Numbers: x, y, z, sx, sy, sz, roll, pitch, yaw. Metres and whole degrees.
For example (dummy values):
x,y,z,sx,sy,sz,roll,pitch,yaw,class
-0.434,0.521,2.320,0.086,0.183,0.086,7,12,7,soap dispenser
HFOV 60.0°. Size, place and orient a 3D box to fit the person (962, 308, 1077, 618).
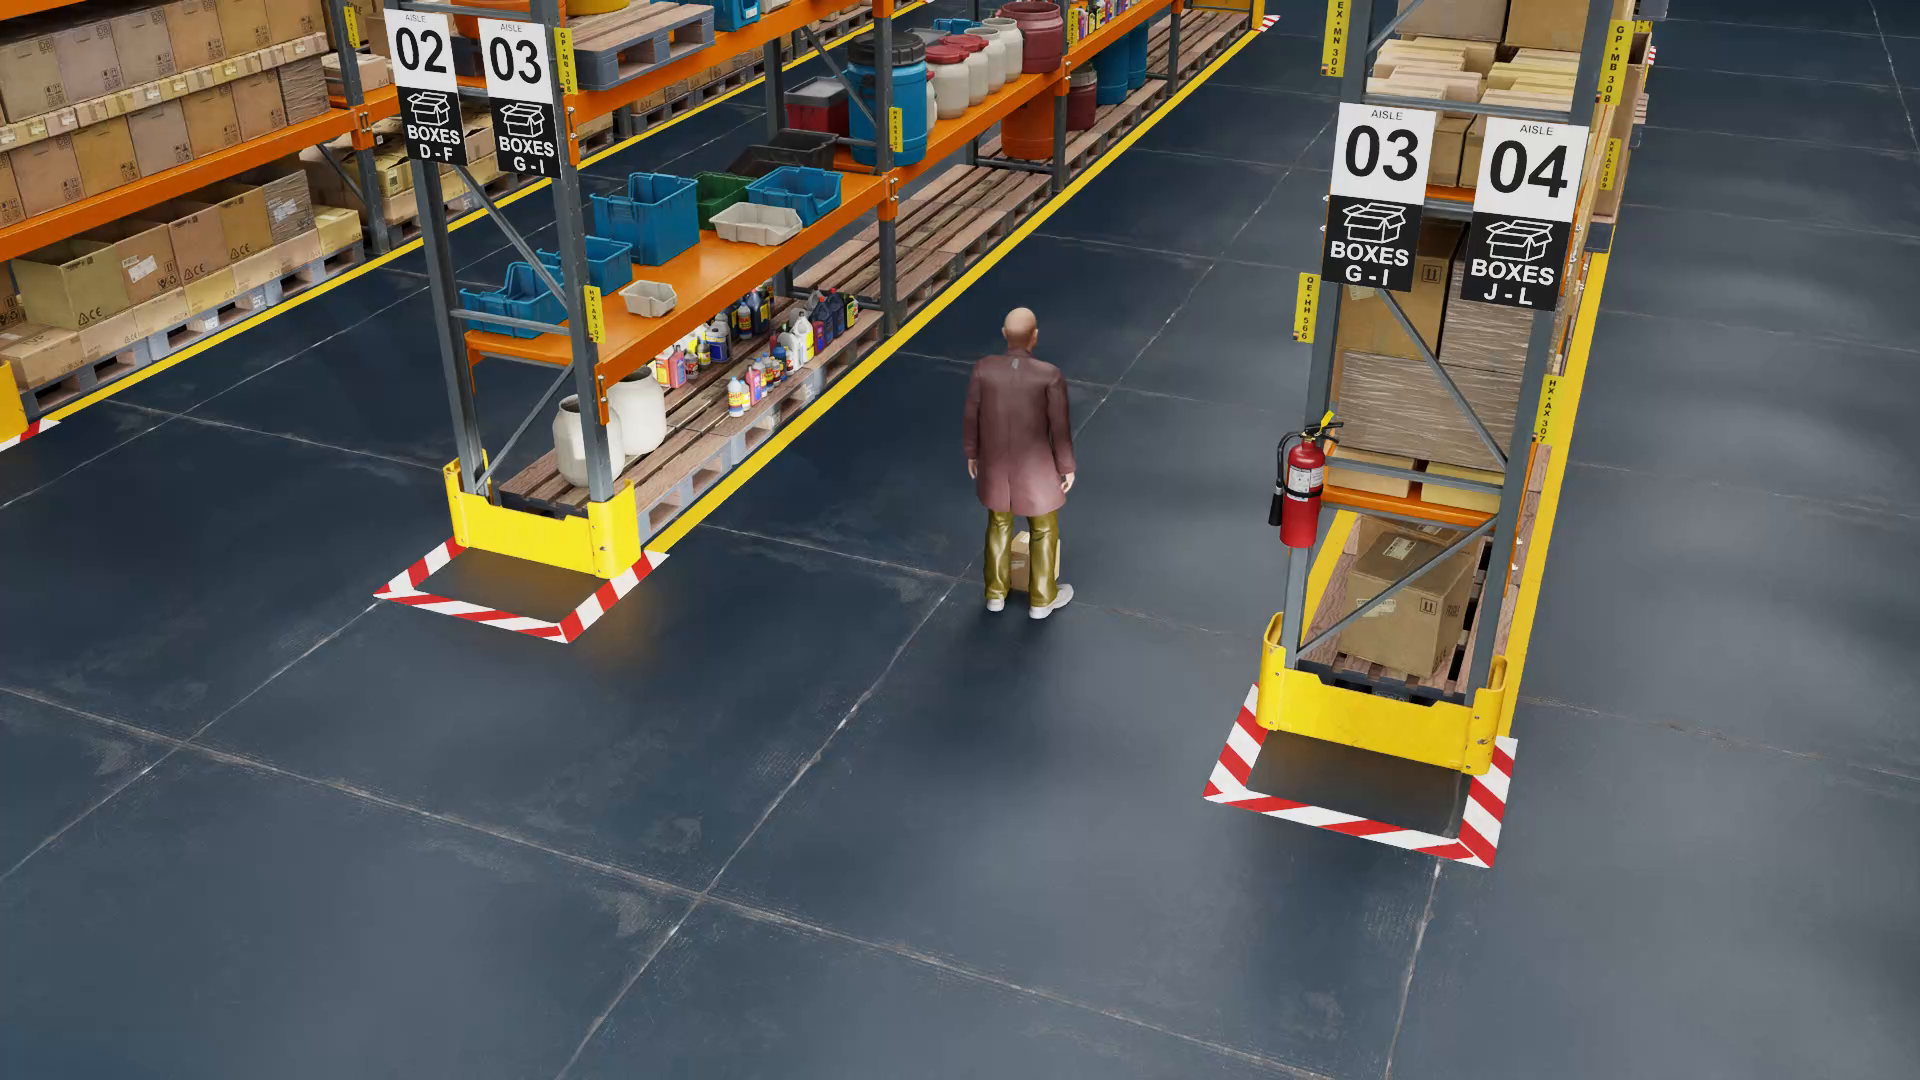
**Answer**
x,y,z,sx,sy,sz,roll,pitch,yaw,class
0.325,-0.418,9.167,0.653,1.774,0.416,11,31,18,person
